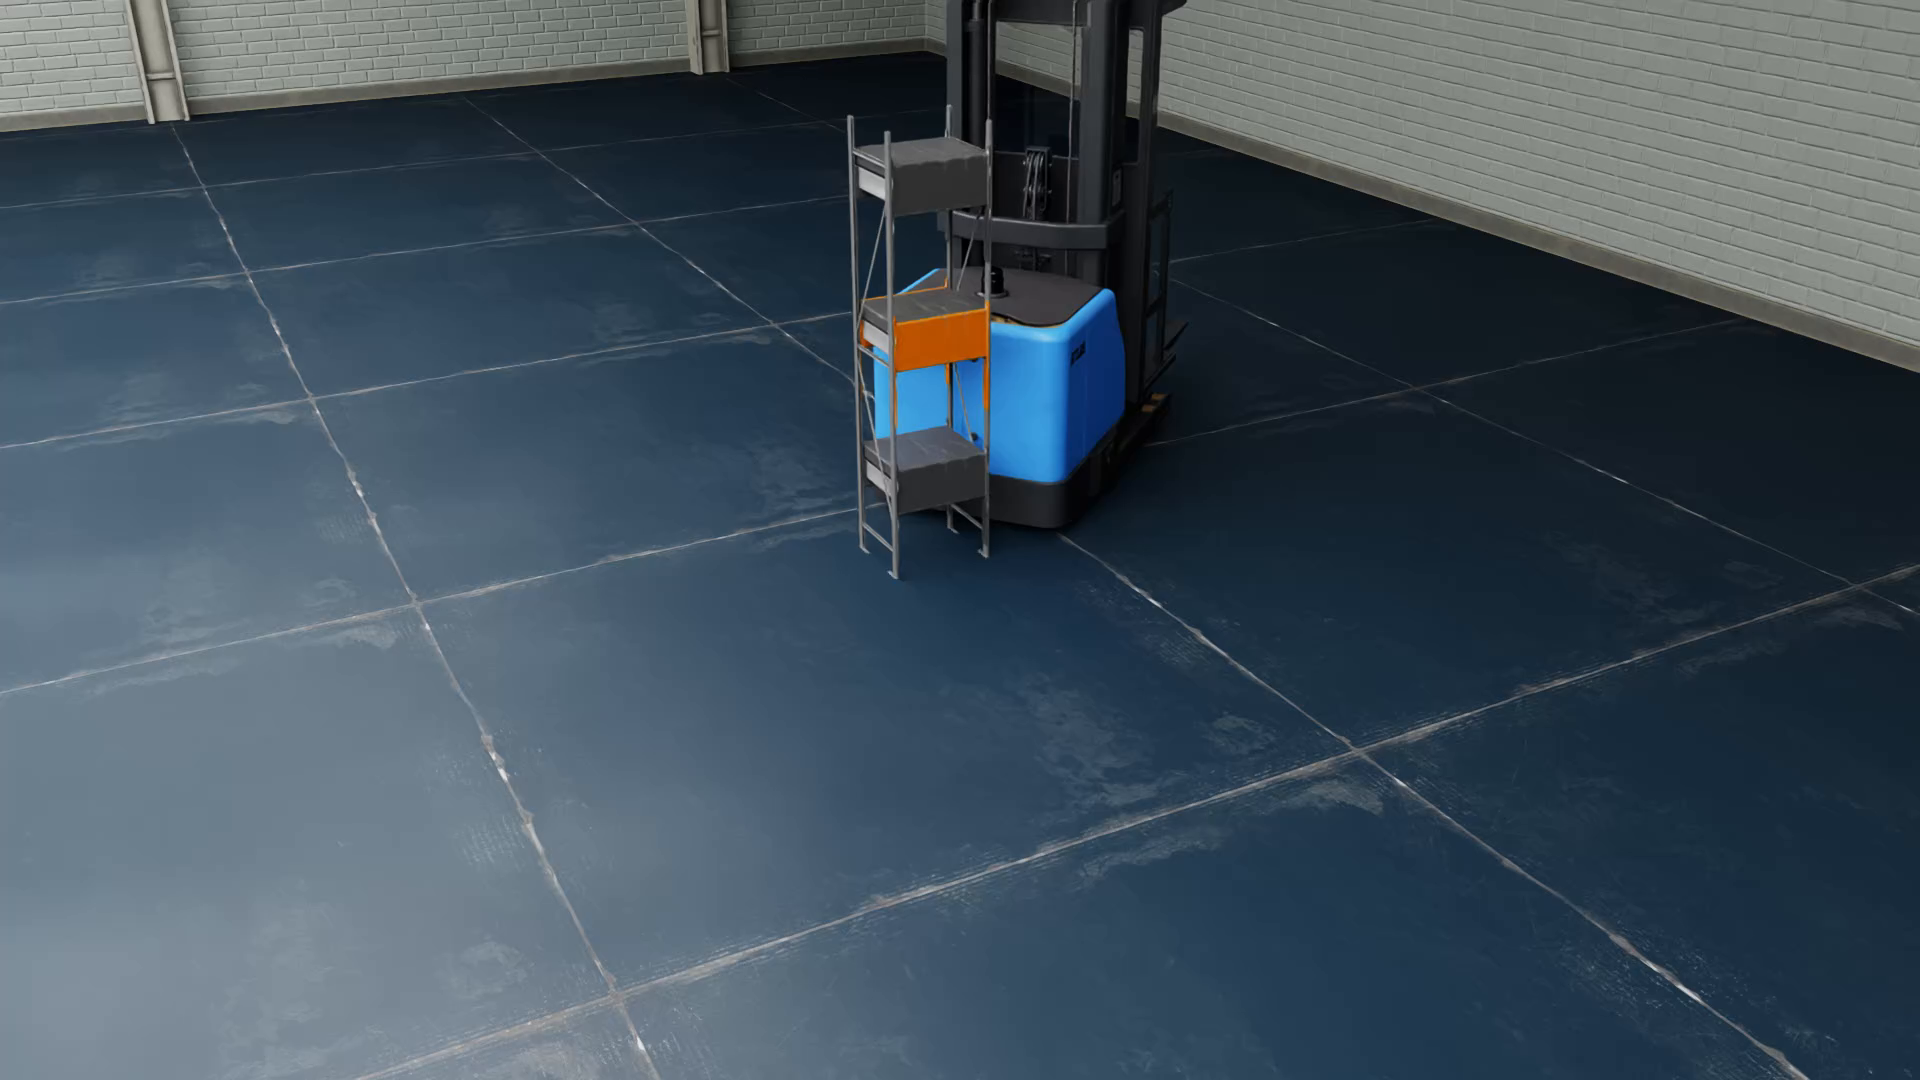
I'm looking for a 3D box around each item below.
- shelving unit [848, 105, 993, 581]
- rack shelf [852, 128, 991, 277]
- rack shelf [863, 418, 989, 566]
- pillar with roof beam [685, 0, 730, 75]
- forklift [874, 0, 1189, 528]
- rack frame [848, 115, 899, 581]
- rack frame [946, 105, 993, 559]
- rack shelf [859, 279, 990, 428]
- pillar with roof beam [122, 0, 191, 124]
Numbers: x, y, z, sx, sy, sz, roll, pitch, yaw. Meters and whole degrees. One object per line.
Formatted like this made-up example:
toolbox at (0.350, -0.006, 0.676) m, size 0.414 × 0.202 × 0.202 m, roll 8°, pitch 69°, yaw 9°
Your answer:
shelving unit at (-0.175, -0.881, 7.658) m, size 0.503 × 2.100 × 0.431 m, roll -13°, pitch 29°, yaw -25°
rack shelf at (-0.175, -1.499, 7.361) m, size 0.480 × 0.518 × 0.431 m, roll -13°, pitch 29°, yaw -25°
rack shelf at (-0.175, -0.237, 7.967) m, size 0.480 × 0.518 × 0.431 m, roll -13°, pitch 29°, yaw -25°
pillar with roof beam at (-0.977, -8.045, 14.610) m, size 0.400 × 9.000 × 9.100 m, roll -13°, pitch 29°, yaw -25°
forklift at (0.584, -1.992, 9.012) m, size 1.130 × 2.935 × 3.031 m, roll 10°, pitch 27°, yaw 20°
rack frame at (-0.390, -0.831, 7.554) m, size 0.015 × 2.100 × 0.400 m, roll -13°, pitch 29°, yaw -25°
rack frame at (0.040, -0.931, 7.763) m, size 0.015 × 2.100 × 0.400 m, roll -13°, pitch 29°, yaw -25°
rack shelf at (-0.175, -0.868, 7.664) m, size 0.480 × 0.518 × 0.431 m, roll -13°, pitch 29°, yaw -25°
pillar with roof beam at (-6.272, -6.823, 12.065) m, size 0.400 × 9.000 × 9.100 m, roll -13°, pitch 29°, yaw -25°
